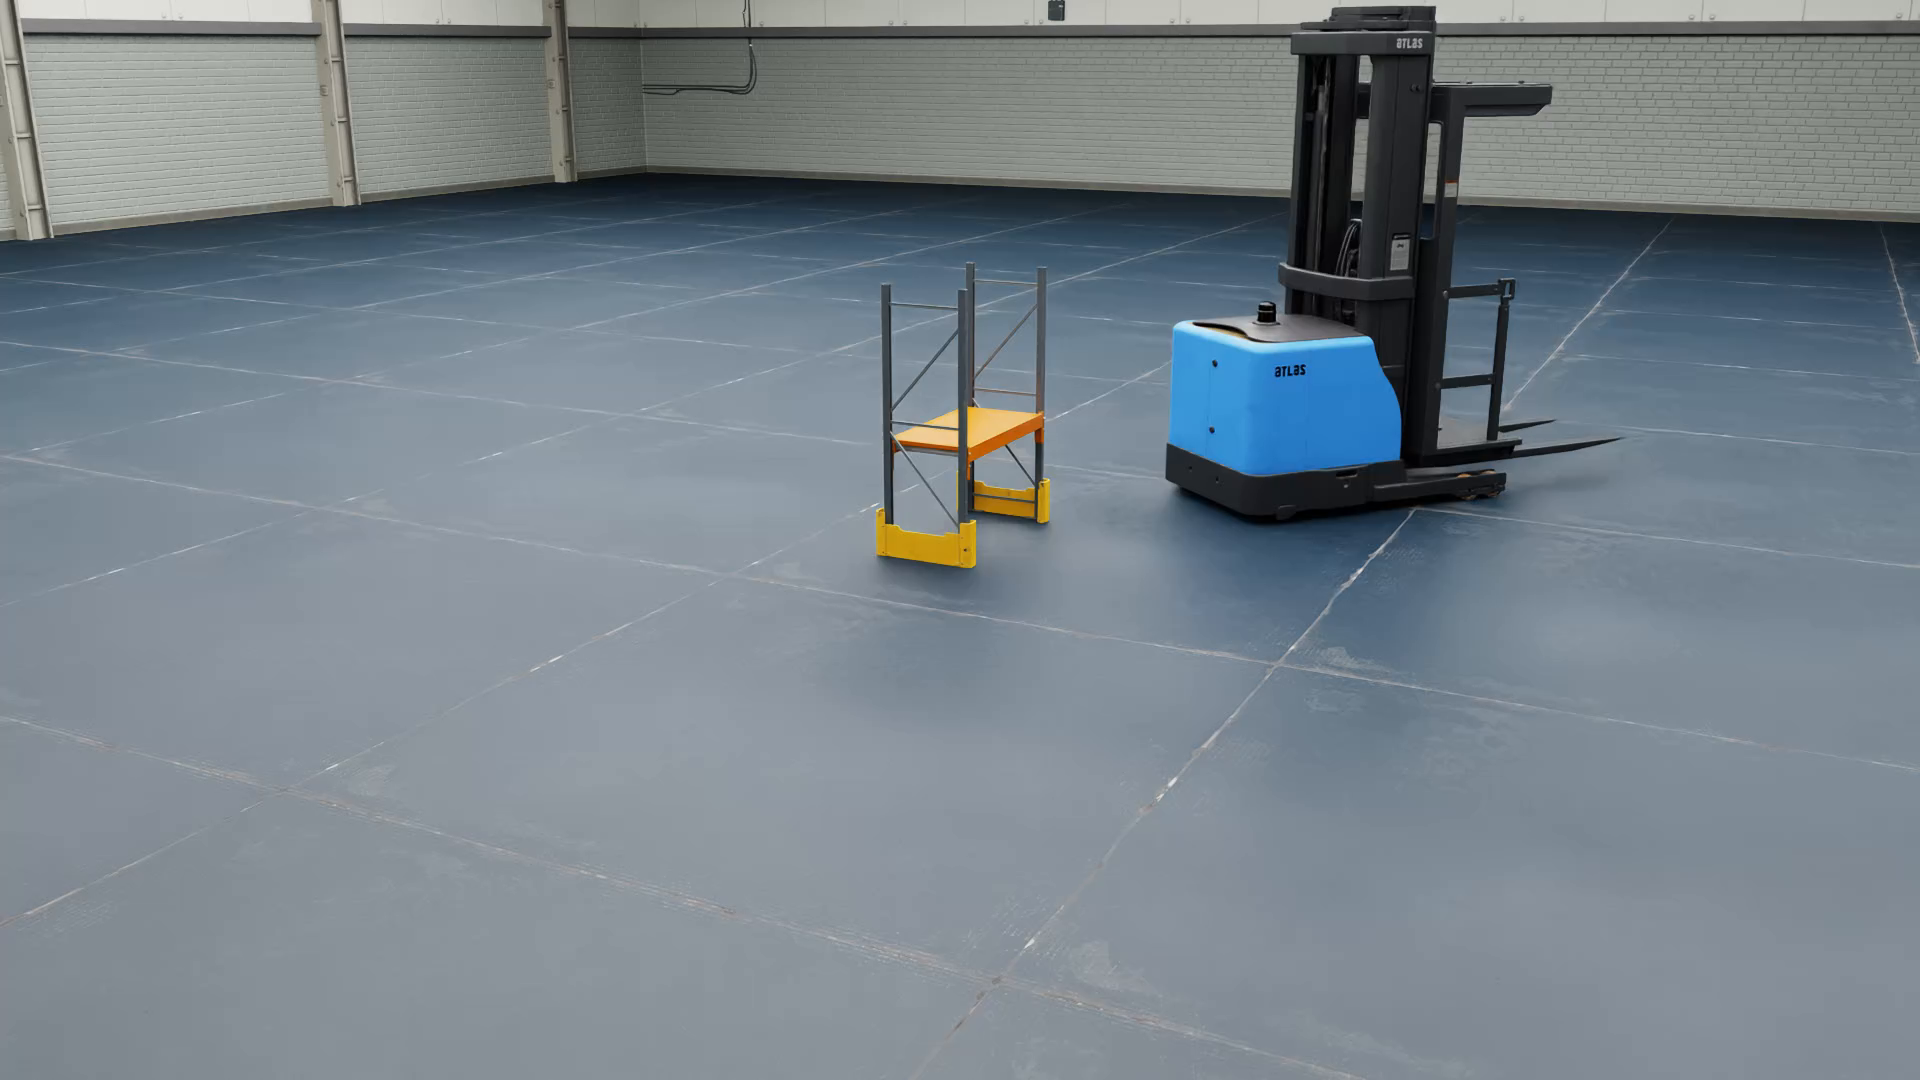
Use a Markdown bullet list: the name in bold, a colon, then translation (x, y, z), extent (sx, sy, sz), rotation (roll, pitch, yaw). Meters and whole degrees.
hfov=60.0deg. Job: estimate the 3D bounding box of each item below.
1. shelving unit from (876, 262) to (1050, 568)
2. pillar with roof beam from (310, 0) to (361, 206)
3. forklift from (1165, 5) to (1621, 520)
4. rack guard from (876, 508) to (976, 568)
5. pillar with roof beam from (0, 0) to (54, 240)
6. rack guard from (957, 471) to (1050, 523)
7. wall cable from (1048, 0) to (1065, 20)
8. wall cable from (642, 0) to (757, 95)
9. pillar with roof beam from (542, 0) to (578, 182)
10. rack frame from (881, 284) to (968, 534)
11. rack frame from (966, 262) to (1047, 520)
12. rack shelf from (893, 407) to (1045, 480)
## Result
- **shelving unit**: translation (0.034, -0.738, 9.376), extent (0.587, 1.500, 1.083), rotation (8, 18, 25)
- **pillar with roof beam**: translation (-7.065, -9.727, 26.469), extent (9.100, 9.000, 0.400), rotation (8, 18, 25)
- **forklift**: translation (2.868, -1.779, 10.368), extent (3.031, 2.935, 1.130), rotation (-7, 18, -23)
- **rack guard**: translation (-0.188, -0.012, 9.127), extent (0.587, 0.250, 0.087), rotation (8, 18, 25)
- **pillar with roof beam**: translation (-9.746, -8.199, 21.324), extent (9.100, 9.000, 0.400), rotation (8, 18, 25)
- **rack guard**: translation (0.257, -0.266, 9.981), extent (0.587, 0.250, 0.087), rotation (8, 18, 25)
- **wall cable**: translation (2.750, -12.804, 30.854), extent (2.305, 6.003, 0.169), rotation (8, 18, 25)
- **wall cable**: translation (-5.736, -10.897, 35.861), extent (3.097, 2.526, 0.112), rotation (8, 18, 25)
- **pillar with roof beam**: translation (-4.384, -11.255, 31.615), extent (9.100, 9.000, 0.400), rotation (8, 18, 25)
- **rack frame**: translation (-0.189, -0.611, 8.948), extent (0.500, 1.500, 0.032), rotation (8, 18, 25)
- **rack frame**: translation (0.265, -0.870, 9.820), extent (0.500, 1.500, 0.032), rotation (8, 18, 25)
- **rack shelf**: translation (0.038, -0.568, 9.435), extent (0.538, 0.185, 1.000), rotation (8, 18, 25)
